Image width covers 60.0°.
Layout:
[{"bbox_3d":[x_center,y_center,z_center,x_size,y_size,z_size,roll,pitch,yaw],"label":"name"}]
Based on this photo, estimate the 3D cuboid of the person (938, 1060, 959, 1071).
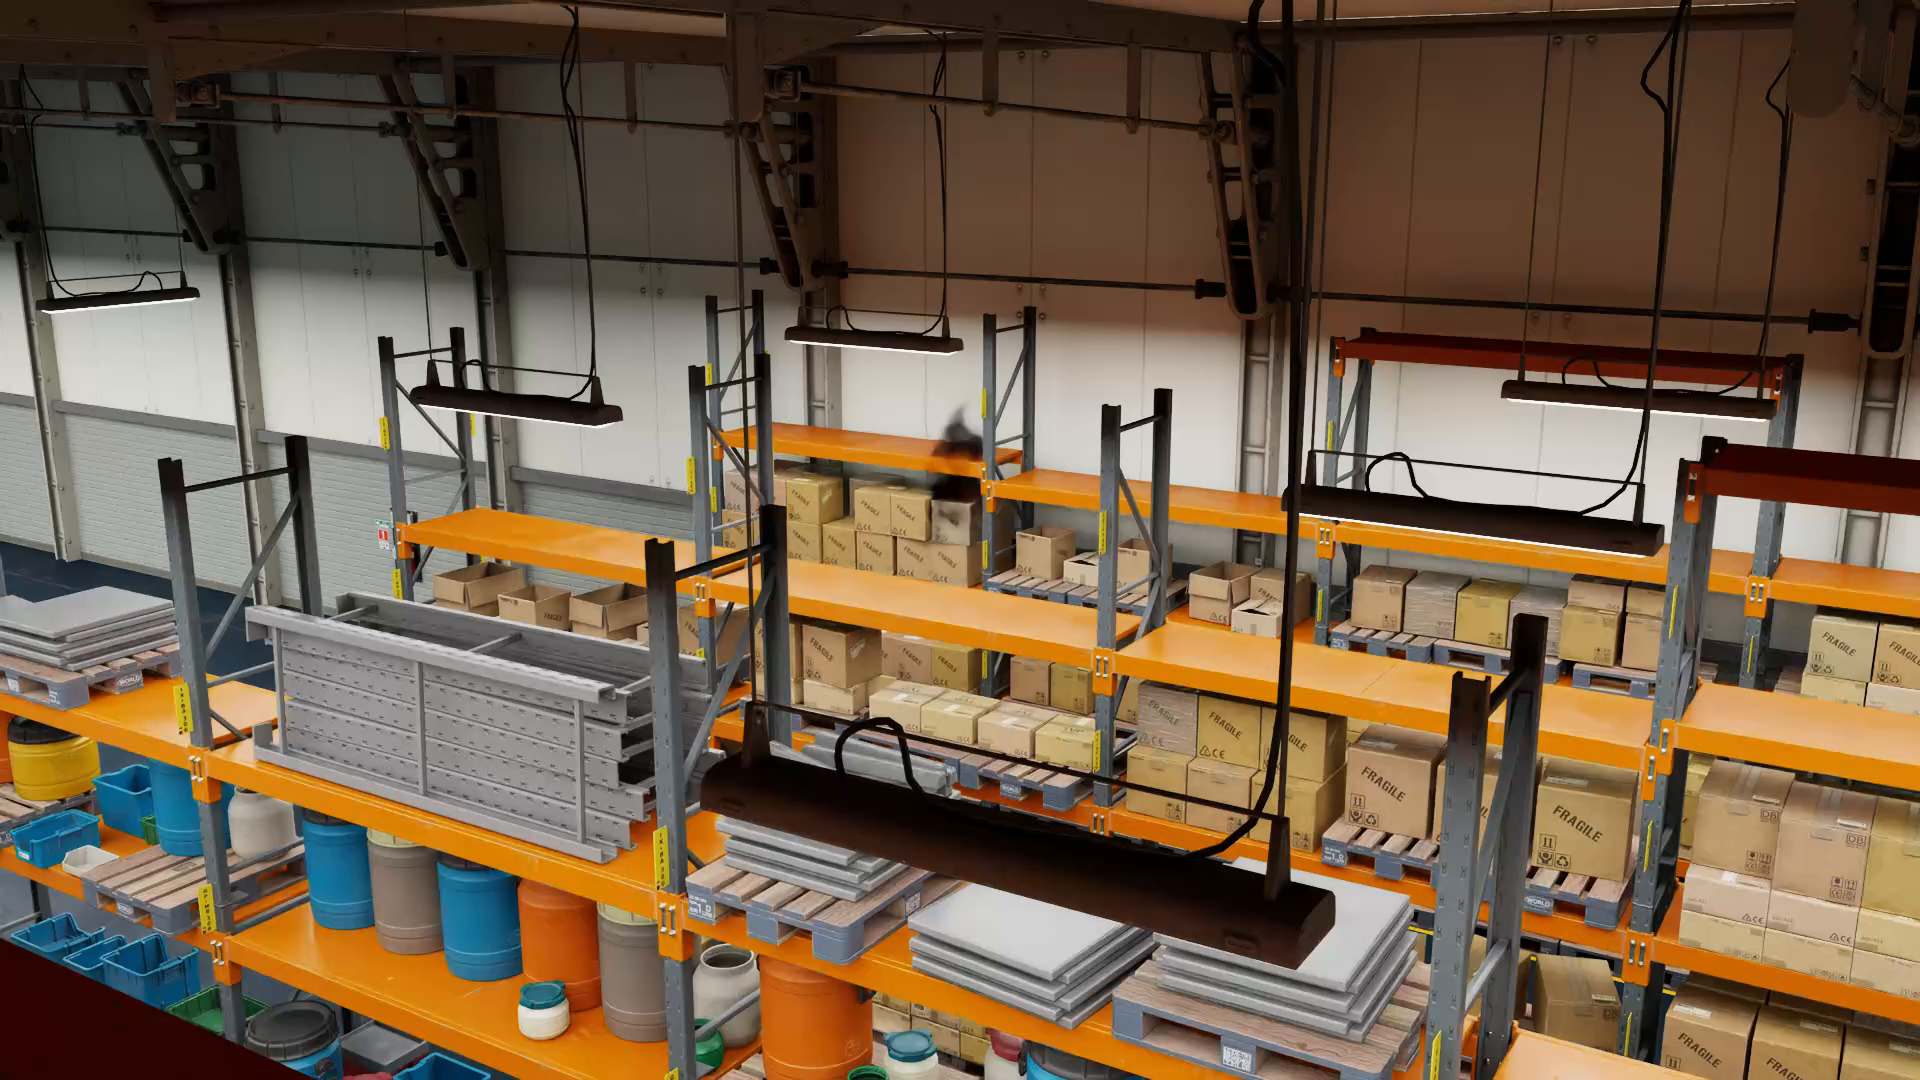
[{"bbox_3d":[-0.149,4.429,11.820,0.638,1.641,0.550,4,14,16],"label":"person"}]
